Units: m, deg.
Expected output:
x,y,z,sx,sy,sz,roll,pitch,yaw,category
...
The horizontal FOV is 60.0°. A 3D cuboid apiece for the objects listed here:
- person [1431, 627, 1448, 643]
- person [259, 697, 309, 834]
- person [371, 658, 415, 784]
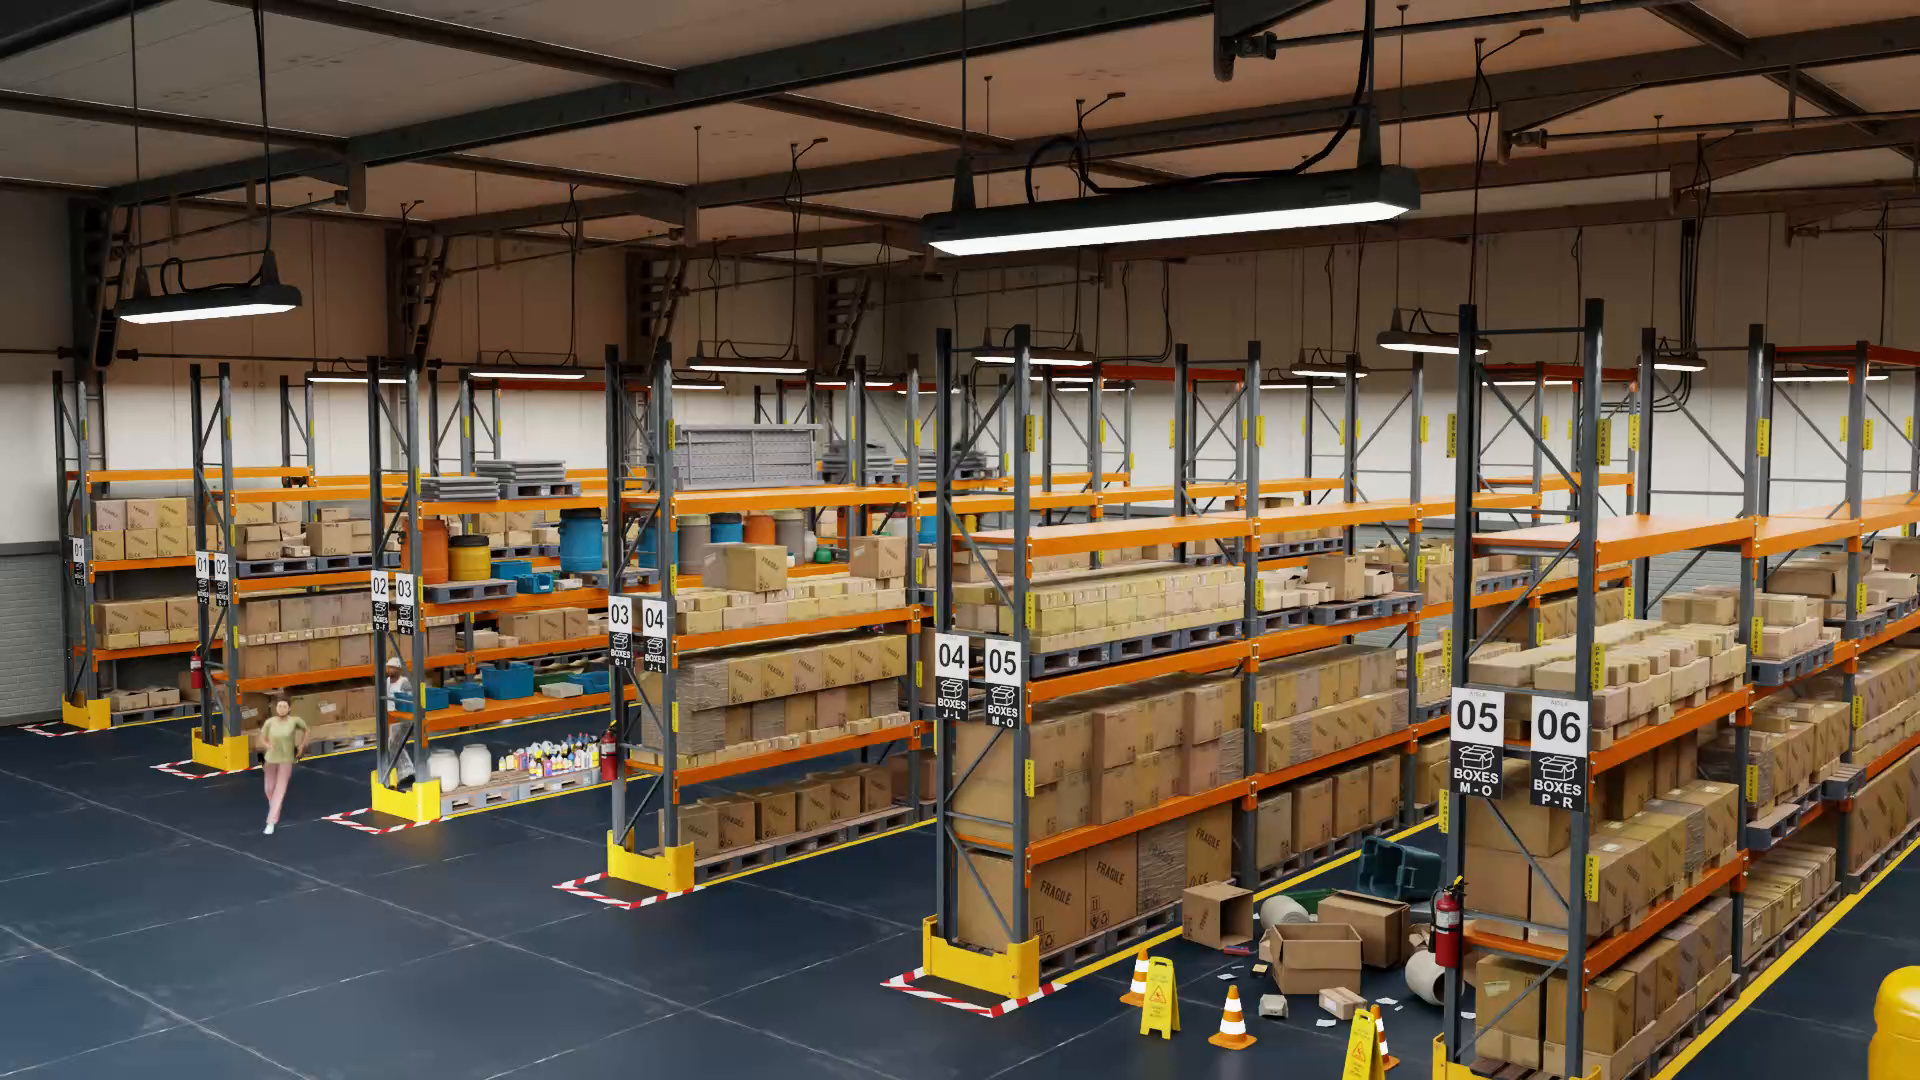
x,y,z,sx,sy,sz,roll,pitch,yaw,category
7.836,2.329,27.067,0.683,1.843,0.850,3,5,39,person
-8.572,2.807,21.069,0.579,1.657,0.950,-1,4,-12,person
-8.038,2.583,23.668,0.677,1.823,0.659,3,5,35,person
